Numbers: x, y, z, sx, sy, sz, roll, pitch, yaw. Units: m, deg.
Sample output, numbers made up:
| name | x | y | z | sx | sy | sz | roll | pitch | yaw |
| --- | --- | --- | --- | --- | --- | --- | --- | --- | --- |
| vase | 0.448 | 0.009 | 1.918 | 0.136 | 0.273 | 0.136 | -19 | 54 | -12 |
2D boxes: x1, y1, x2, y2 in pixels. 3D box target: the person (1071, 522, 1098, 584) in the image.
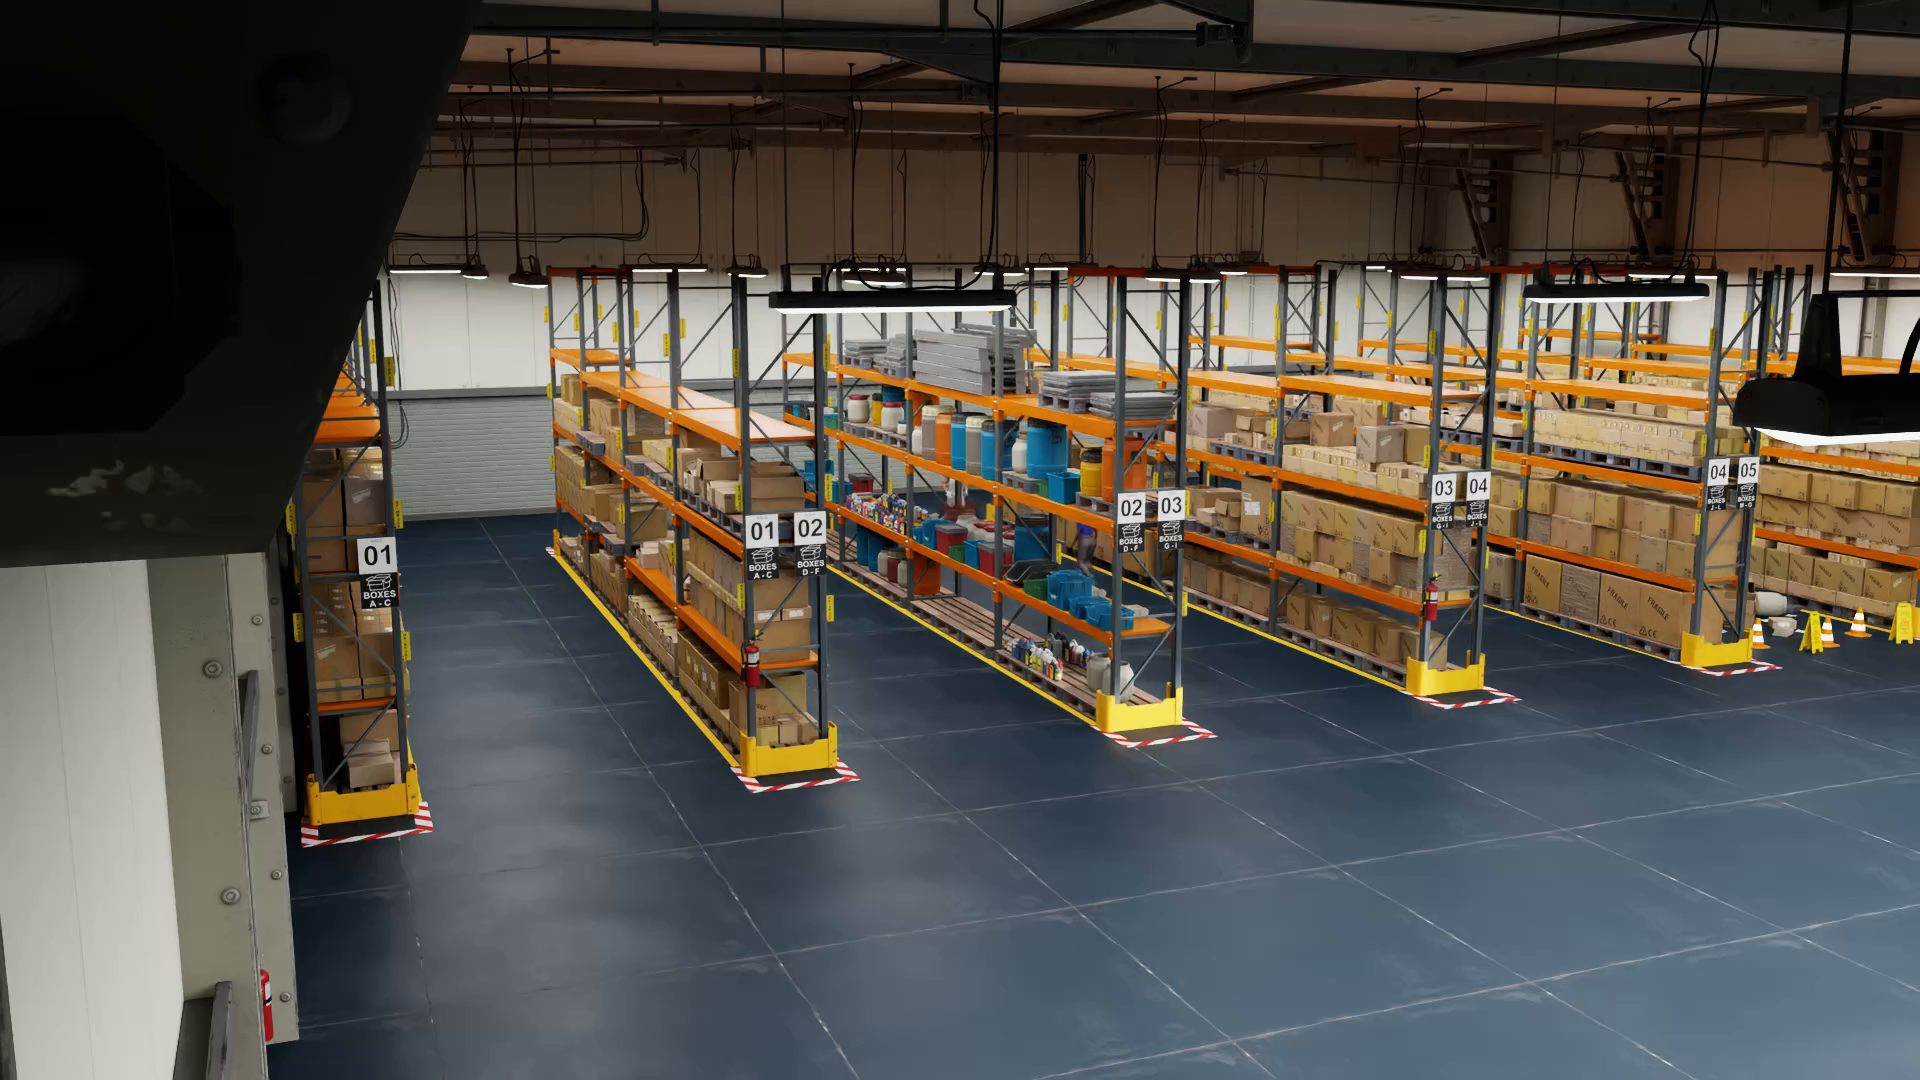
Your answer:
| name | x | y | z | sx | sy | sz | roll | pitch | yaw |
| --- | --- | --- | --- | --- | --- | --- | --- | --- | --- |
| person | 2.440 | 0.107 | 31.400 | 0.518 | 1.636 | 0.567 | -8 | 13 | -38 |

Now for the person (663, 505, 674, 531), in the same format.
| name | x | y | z | sx | sy | sz | roll | pitch | yaw |
| --- | --- | --- | --- | --- | --- | --- | --- | --- | --- |
| person | -6.241 | -0.754 | 36.163 | 0.631 | 1.673 | 0.726 | -2 | 10 | -11 |

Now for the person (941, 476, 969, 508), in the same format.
| name | x | y | z | sx | sy | sz | roll | pitch | yaw |
| --- | --- | --- | --- | --- | --- | --- | --- | --- | --- |
| person | -0.088 | -1.022 | 37.690 | 0.690 | 1.680 | 0.670 | -2 | 10 | -12 |
